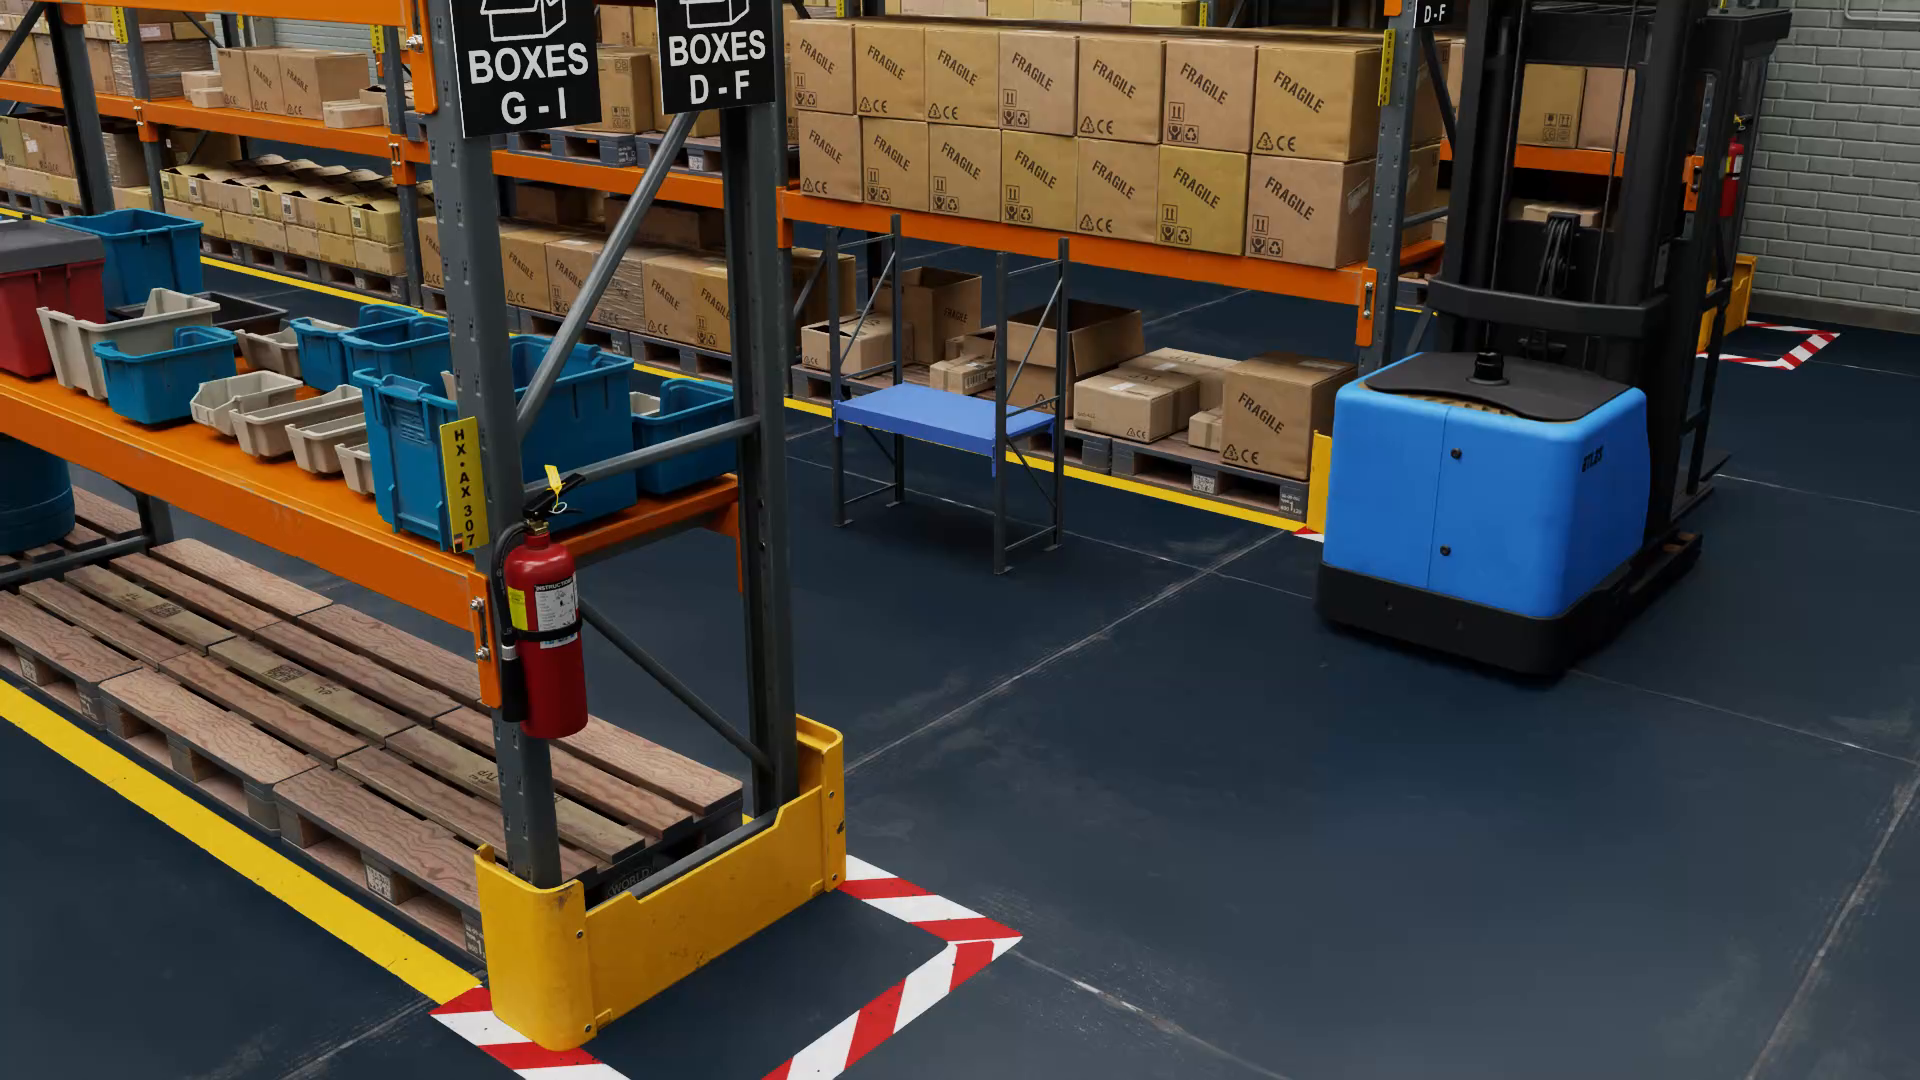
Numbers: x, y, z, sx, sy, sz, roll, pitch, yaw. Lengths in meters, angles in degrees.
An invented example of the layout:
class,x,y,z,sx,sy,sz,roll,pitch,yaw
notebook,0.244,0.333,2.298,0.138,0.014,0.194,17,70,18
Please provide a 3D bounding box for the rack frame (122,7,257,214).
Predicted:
class,x,y,z,sx,sy,sz,roll,pitch,yaw
rack frame,-7.028,-4.240,15.161,0.127,3.000,1.000,16,26,36

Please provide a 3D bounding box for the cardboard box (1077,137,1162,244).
class,x,y,z,sx,sy,sz,roll,pitch,yaw
cardboard box,0.963,-1.863,8.715,0.500,0.500,0.500,16,26,37

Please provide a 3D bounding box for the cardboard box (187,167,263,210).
class,x,y,z,sx,sy,sz,roll,pitch,yaw
cardboard box,-6.480,-3.139,14.748,0.500,0.311,0.500,16,26,36

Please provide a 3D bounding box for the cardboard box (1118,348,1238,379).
class,x,y,z,sx,sy,sz,roll,pitch,yaw
cardboard box,1.253,-0.904,9.588,0.500,0.250,0.500,16,26,36

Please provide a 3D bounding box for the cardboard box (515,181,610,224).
class,x,y,z,sx,sy,sz,roll,pitch,yaw
cardboard box,-3.009,-2.579,12.612,0.500,0.250,0.500,17,27,38

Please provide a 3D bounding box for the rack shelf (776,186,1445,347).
class,x,y,z,sx,sy,sz,roll,pitch,yaw
rack shelf,0.720,-1.673,9.372,4.000,0.370,1.077,16,26,36

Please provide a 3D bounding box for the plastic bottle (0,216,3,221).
class,x,y,z,sx,sy,sz,roll,pitch,yaw
plastic bottle,-4.438,-1.364,7.717,0.097,0.271,0.097,0,21,0

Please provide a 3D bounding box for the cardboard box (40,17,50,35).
class,x,y,z,sx,sy,sz,roll,pitch,yaw
cardboard box,-8.564,-4.935,15.942,0.250,0.149,0.380,17,27,38

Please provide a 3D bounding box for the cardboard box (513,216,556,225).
class,x,y,z,sx,sy,sz,roll,pitch,yaw
cardboard box,-3.056,-2.240,12.775,0.500,0.500,0.500,17,27,38

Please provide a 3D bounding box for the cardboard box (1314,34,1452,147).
class,x,y,z,sx,sy,sz,roll,pitch,yaw
cardboard box,2.092,-2.249,8.321,0.500,0.500,0.500,17,27,38

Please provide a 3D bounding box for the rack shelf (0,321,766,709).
class,x,y,z,sx,sy,sz,roll,pitch,yaw
rack shelf,-2.415,-0.319,5.783,4.000,0.370,1.077,16,26,36

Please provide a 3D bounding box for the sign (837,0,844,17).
class,x,y,z,sx,sy,sz,roll,pitch,yaw
sign,-1.135,-5.057,15.798,0.005,0.325,0.100,16,26,36

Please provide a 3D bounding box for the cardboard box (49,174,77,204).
class,x,y,z,sx,sy,sz,roll,pitch,yaw
cardboard box,-8.691,-3.527,16.571,0.500,0.250,0.500,16,26,36

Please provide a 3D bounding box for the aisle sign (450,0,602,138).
class,x,y,z,sx,sy,sz,roll,pitch,yaw
aisle sign,-0.995,-1.330,3.759,0.004,0.787,0.394,16,26,36

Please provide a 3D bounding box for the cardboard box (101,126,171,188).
class,x,y,z,sx,sy,sz,roll,pitch,yaw
cardboard box,-7.905,-3.659,15.860,0.500,0.500,0.500,16,26,36

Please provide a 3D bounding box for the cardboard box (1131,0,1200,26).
class,x,y,z,sx,sy,sz,roll,pitch,yaw
cardboard box,1.776,-4.391,13.906,0.500,0.250,0.500,17,26,38

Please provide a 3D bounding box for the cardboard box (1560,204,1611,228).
class,x,y,z,sx,sy,sz,roll,pitch,yaw
cardboard box,4.578,-2.356,12.193,0.250,0.149,0.380,16,26,36

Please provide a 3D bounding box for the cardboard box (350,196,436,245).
class,x,y,z,sx,sy,sz,roll,pitch,yaw
cardboard box,-4.490,-2.570,13.238,0.500,0.311,0.500,17,26,38

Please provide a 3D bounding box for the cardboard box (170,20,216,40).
class,x,y,z,sx,sy,sz,roll,pitch,yaw
cardboard box,-7.113,-4.703,15.328,0.250,0.149,0.380,16,26,36

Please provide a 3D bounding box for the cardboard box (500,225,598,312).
class,x,y,z,sx,sy,sz,roll,pitch,yaw
cardboard box,-2.962,-1.976,12.075,0.500,0.500,0.500,16,26,36

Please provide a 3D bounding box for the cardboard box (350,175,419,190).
class,x,y,z,sx,sy,sz,roll,pitch,yaw
cardboard box,-4.955,-2.947,14.237,0.500,0.311,0.500,15,25,35

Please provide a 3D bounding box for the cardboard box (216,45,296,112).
class,x,y,z,sx,sy,sz,roll,pitch,yaw
cardboard box,-6.035,-3.994,14.366,0.500,0.500,0.500,18,27,40

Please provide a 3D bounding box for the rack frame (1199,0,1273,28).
class,x,y,z,sx,sy,sz,roll,pitch,yaw
rack frame,2.300,-3.810,14.021,0.127,3.000,1.000,16,26,36

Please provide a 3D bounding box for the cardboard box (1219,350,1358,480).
class,x,y,z,sx,sy,sz,roll,pitch,yaw
cardboard box,1.692,-0.653,8.568,0.500,0.500,0.500,16,26,36

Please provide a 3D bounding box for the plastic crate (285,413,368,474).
class,x,y,z,sx,sy,sz,roll,pitch,yaw
plastic crate,-1.827,-0.315,5.042,0.243,0.136,0.396,16,26,36

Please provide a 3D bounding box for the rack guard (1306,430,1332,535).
class,x,y,z,sx,sy,sz,roll,pitch,yaw
rack guard,2.210,-0.410,8.548,0.348,0.500,1.175,16,26,36

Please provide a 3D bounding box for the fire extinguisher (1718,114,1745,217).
class,x,y,z,sx,sy,sz,roll,pitch,yaw
fire extinguisher,5.224,-2.547,11.310,0.183,0.674,0.296,16,26,36

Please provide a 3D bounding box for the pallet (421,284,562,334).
class,x,y,z,sx,sy,sz,roll,pitch,yaw
pallet,-3.374,-1.866,12.817,1.213,0.211,1.003,16,26,36

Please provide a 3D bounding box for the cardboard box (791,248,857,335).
class,x,y,z,sx,sy,sz,roll,pitch,yaw
cardboard box,-1.050,-1.666,11.254,0.500,0.500,0.500,15,25,34

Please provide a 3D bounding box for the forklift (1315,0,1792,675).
class,x,y,z,sx,sy,sz,roll,pitch,yaw
forklift,2.845,-1.288,7.430,1.130,2.935,3.031,16,26,36

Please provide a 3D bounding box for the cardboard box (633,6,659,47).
class,x,y,z,sx,sy,sz,roll,pitch,yaw
cardboard box,-3.097,-5.598,17.997,0.700,0.500,0.500,-19,28,-41

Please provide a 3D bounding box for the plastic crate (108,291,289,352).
class,x,y,z,sx,sy,sz,roll,pitch,yaw
plastic crate,-2.928,-0.825,6.410,0.590,0.125,0.437,16,26,36

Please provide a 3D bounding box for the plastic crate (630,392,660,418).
class,x,y,z,sx,sy,sz,roll,pitch,yaw
plastic crate,-1.045,-0.354,5.144,0.298,0.136,0.250,16,26,36

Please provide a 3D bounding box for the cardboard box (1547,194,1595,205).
class,x,y,z,sx,sy,sz,roll,pitch,yaw
cardboard box,4.623,-2.517,12.619,0.250,0.149,0.380,16,26,36

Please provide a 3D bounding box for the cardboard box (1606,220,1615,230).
class,x,y,z,sx,sy,sz,roll,pitch,yaw
cardboard box,4.793,-2.074,12.363,0.500,0.500,0.700,16,26,36

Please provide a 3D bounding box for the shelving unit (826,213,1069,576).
class,x,y,z,sx,sy,sz,roll,pitch,yaw
shelving unit,-0.066,-0.721,7.954,1.048,1.500,0.538,16,26,36

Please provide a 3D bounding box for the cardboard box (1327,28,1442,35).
class,x,y,z,sx,sy,sz,roll,pitch,yaw
cardboard box,3.272,-3.661,13.200,0.700,0.700,0.980,15,25,35

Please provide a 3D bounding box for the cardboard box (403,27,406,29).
class,x,y,z,sx,sy,sz,roll,pitch,yaw
cardboard box,-6.441,-6.476,20.211,0.500,0.500,0.500,16,26,36

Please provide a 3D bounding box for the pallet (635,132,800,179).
class,x,y,z,sx,sy,sz,roll,pitch,yaw
pallet,-1.380,-2.574,11.014,1.213,0.211,1.003,16,26,36

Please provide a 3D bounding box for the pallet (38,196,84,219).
class,x,y,z,sx,sy,sz,roll,pitch,yaw
pallet,-8.567,-3.396,16.875,1.213,0.211,1.003,16,26,36

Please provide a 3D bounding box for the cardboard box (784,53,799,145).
class,x,y,z,sx,sy,sz,roll,pitch,yaw
cardboard box,-1.055,-2.865,10.779,0.500,0.500,0.700,7,22,18

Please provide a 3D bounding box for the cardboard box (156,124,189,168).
class,x,y,z,sx,sy,sz,roll,pitch,yaw
cardboard box,-7.581,-3.799,16.231,0.500,0.500,0.500,16,26,36

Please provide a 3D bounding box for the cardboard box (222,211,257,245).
class,x,y,z,sx,sy,sz,roll,pitch,yaw
cardboard box,-6.073,-2.763,14.546,0.500,0.250,0.500,15,25,35

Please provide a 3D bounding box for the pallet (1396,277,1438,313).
class,x,y,z,sx,sy,sz,roll,pitch,yaw
pallet,3.789,-2.042,13.285,1.213,0.211,1.003,16,26,36

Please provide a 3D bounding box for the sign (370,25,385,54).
class,x,y,z,sx,sy,sz,roll,pitch,yaw
sign,-4.277,-3.737,12.186,0.005,0.325,0.100,16,26,36

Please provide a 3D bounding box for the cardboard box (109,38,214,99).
class,x,y,z,sx,sy,sz,roll,pitch,yaw
cardboard box,-7.375,-4.384,15.401,0.500,0.500,0.700,15,25,35

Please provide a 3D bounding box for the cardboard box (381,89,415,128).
class,x,y,z,sx,sy,sz,roll,pitch,yaw
cardboard box,-4.183,-3.399,13.057,0.500,0.311,0.500,18,27,40

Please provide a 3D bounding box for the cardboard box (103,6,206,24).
class,x,y,z,sx,sy,sz,roll,pitch,yaw
cardboard box,-7.375,-4.991,15.172,0.500,0.500,0.700,16,26,37

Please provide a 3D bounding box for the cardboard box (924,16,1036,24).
class,x,y,z,sx,sy,sz,roll,pitch,yaw
cardboard box,0.124,-2.814,9.821,0.500,0.500,0.500,15,26,35

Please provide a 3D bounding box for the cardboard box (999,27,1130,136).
class,x,y,z,sx,sy,sz,roll,pitch,yaw
cardboard box,0.556,-2.443,8.837,0.500,0.500,0.500,17,27,38
